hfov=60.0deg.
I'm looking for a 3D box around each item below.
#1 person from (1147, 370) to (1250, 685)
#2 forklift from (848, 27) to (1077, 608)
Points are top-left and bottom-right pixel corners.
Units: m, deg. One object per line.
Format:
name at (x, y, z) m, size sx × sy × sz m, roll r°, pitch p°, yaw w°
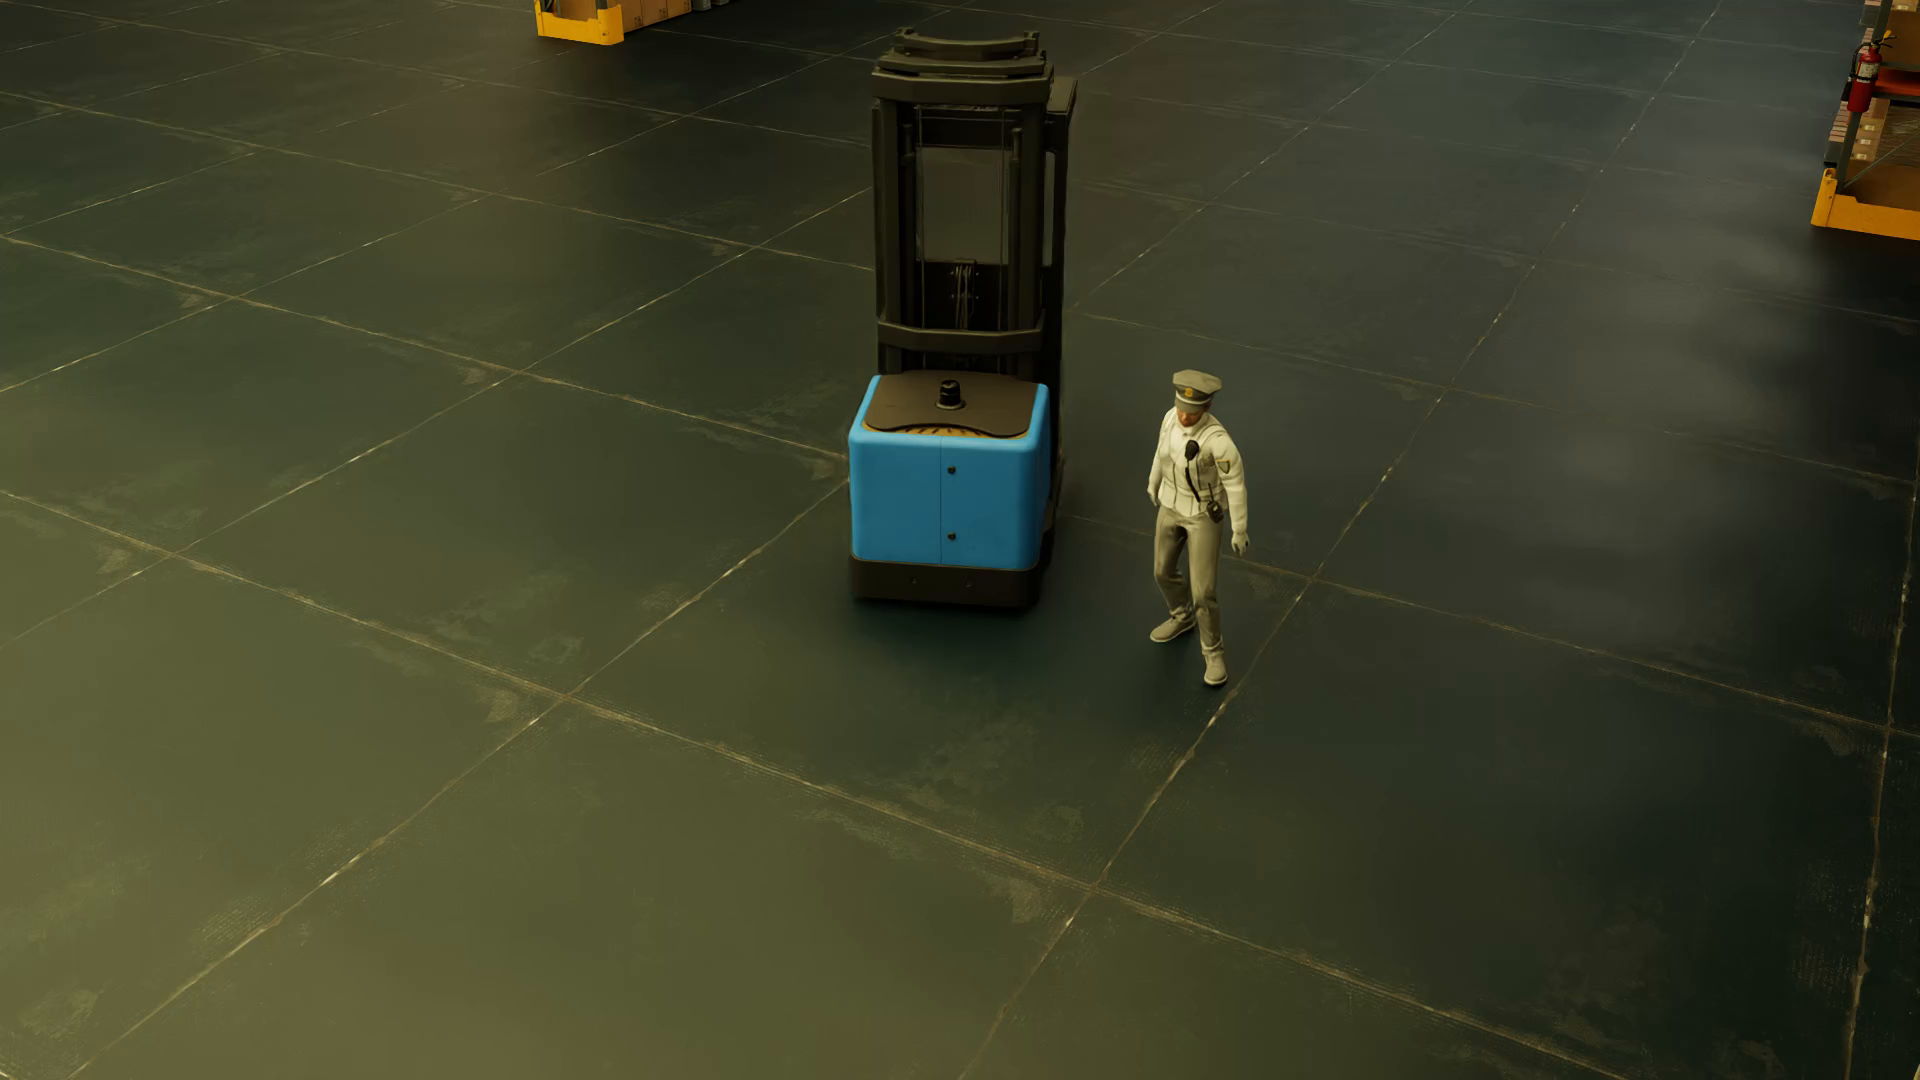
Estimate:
person at (1.205, -0.122, 8.598) m, size 0.396 × 1.636 × 0.791 m, roll -22°, pitch 37°, yaw -33°
forklift at (0.086, -1.608, 9.858) m, size 1.130 × 2.935 × 3.031 m, roll 4°, pitch 30°, yaw 6°
